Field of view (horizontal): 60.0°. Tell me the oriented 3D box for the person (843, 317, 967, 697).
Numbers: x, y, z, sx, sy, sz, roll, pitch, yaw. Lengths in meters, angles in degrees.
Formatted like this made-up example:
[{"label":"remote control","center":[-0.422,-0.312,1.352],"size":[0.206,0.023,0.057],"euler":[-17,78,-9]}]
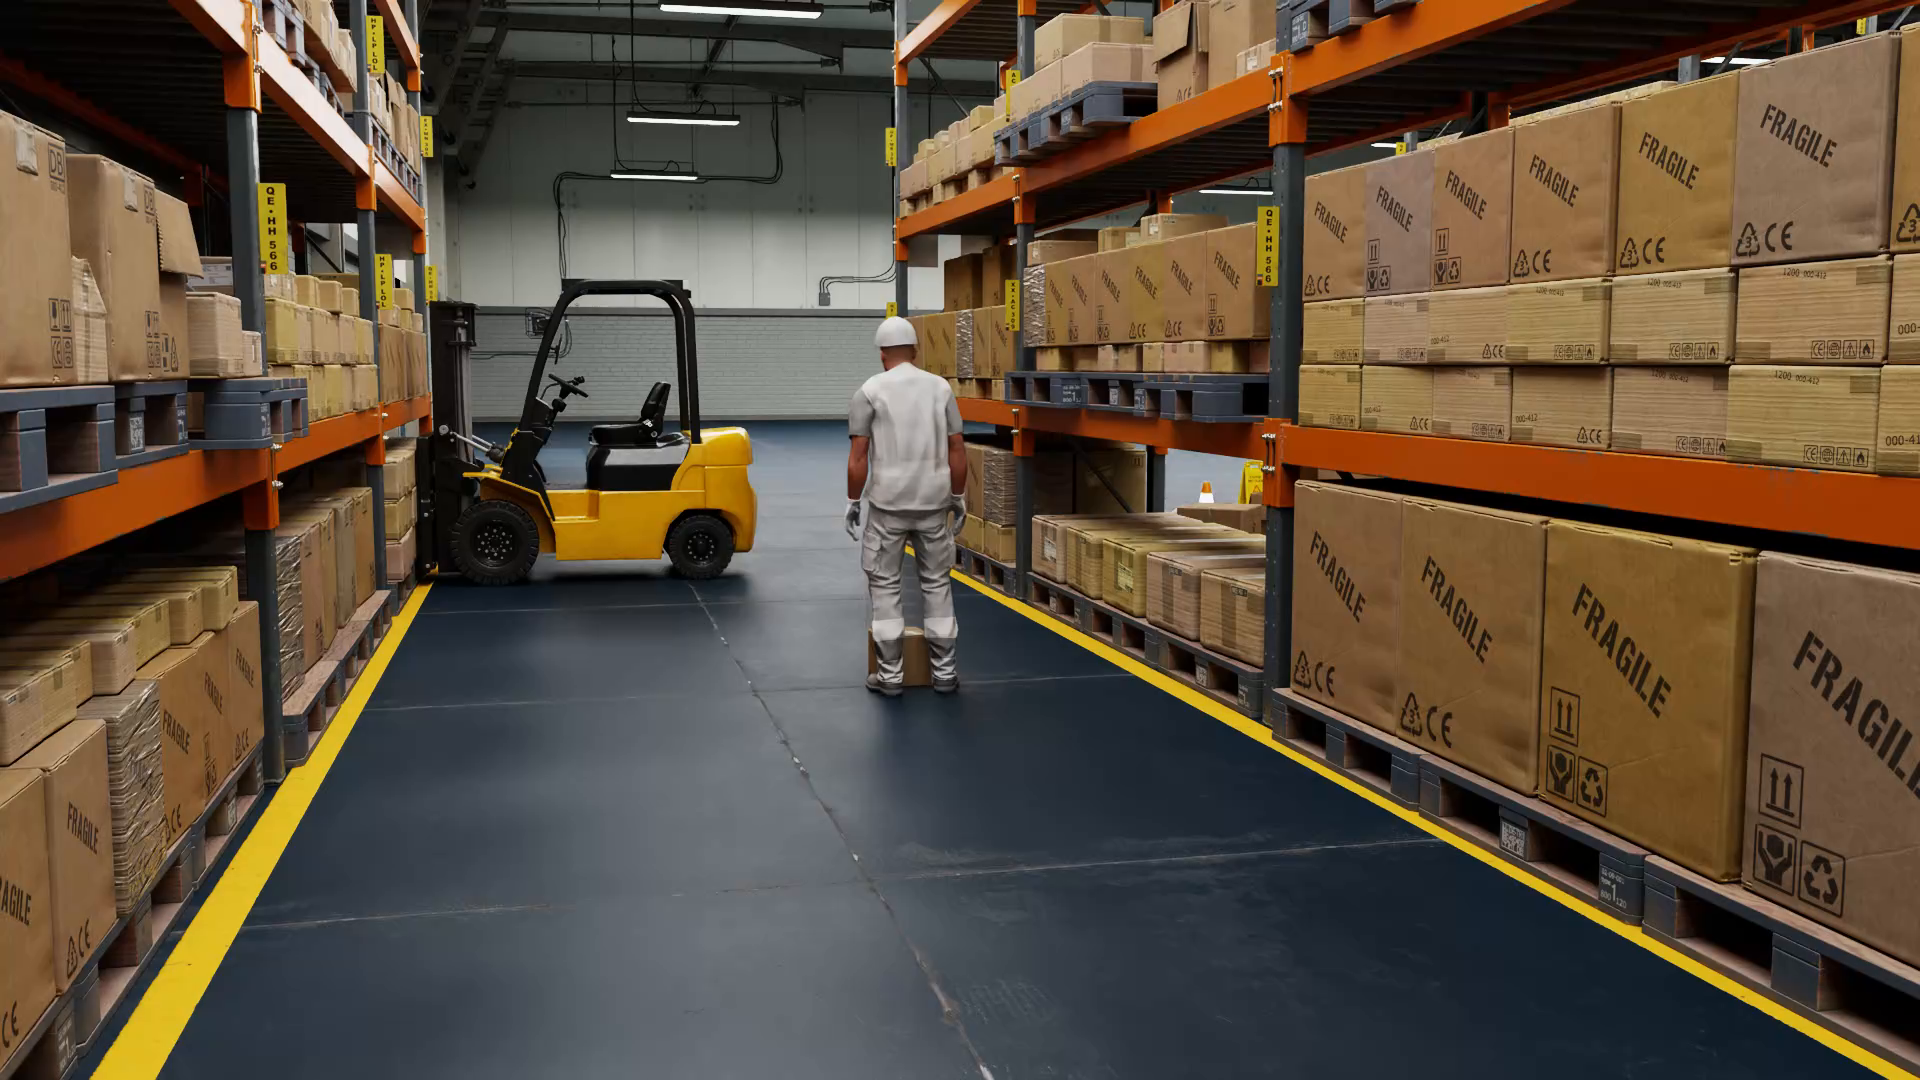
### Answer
[{"label":"person","center":[-0.256,-0.162,7.857],"size":[0.611,1.778,0.451],"euler":[-2,6,-17]}]
